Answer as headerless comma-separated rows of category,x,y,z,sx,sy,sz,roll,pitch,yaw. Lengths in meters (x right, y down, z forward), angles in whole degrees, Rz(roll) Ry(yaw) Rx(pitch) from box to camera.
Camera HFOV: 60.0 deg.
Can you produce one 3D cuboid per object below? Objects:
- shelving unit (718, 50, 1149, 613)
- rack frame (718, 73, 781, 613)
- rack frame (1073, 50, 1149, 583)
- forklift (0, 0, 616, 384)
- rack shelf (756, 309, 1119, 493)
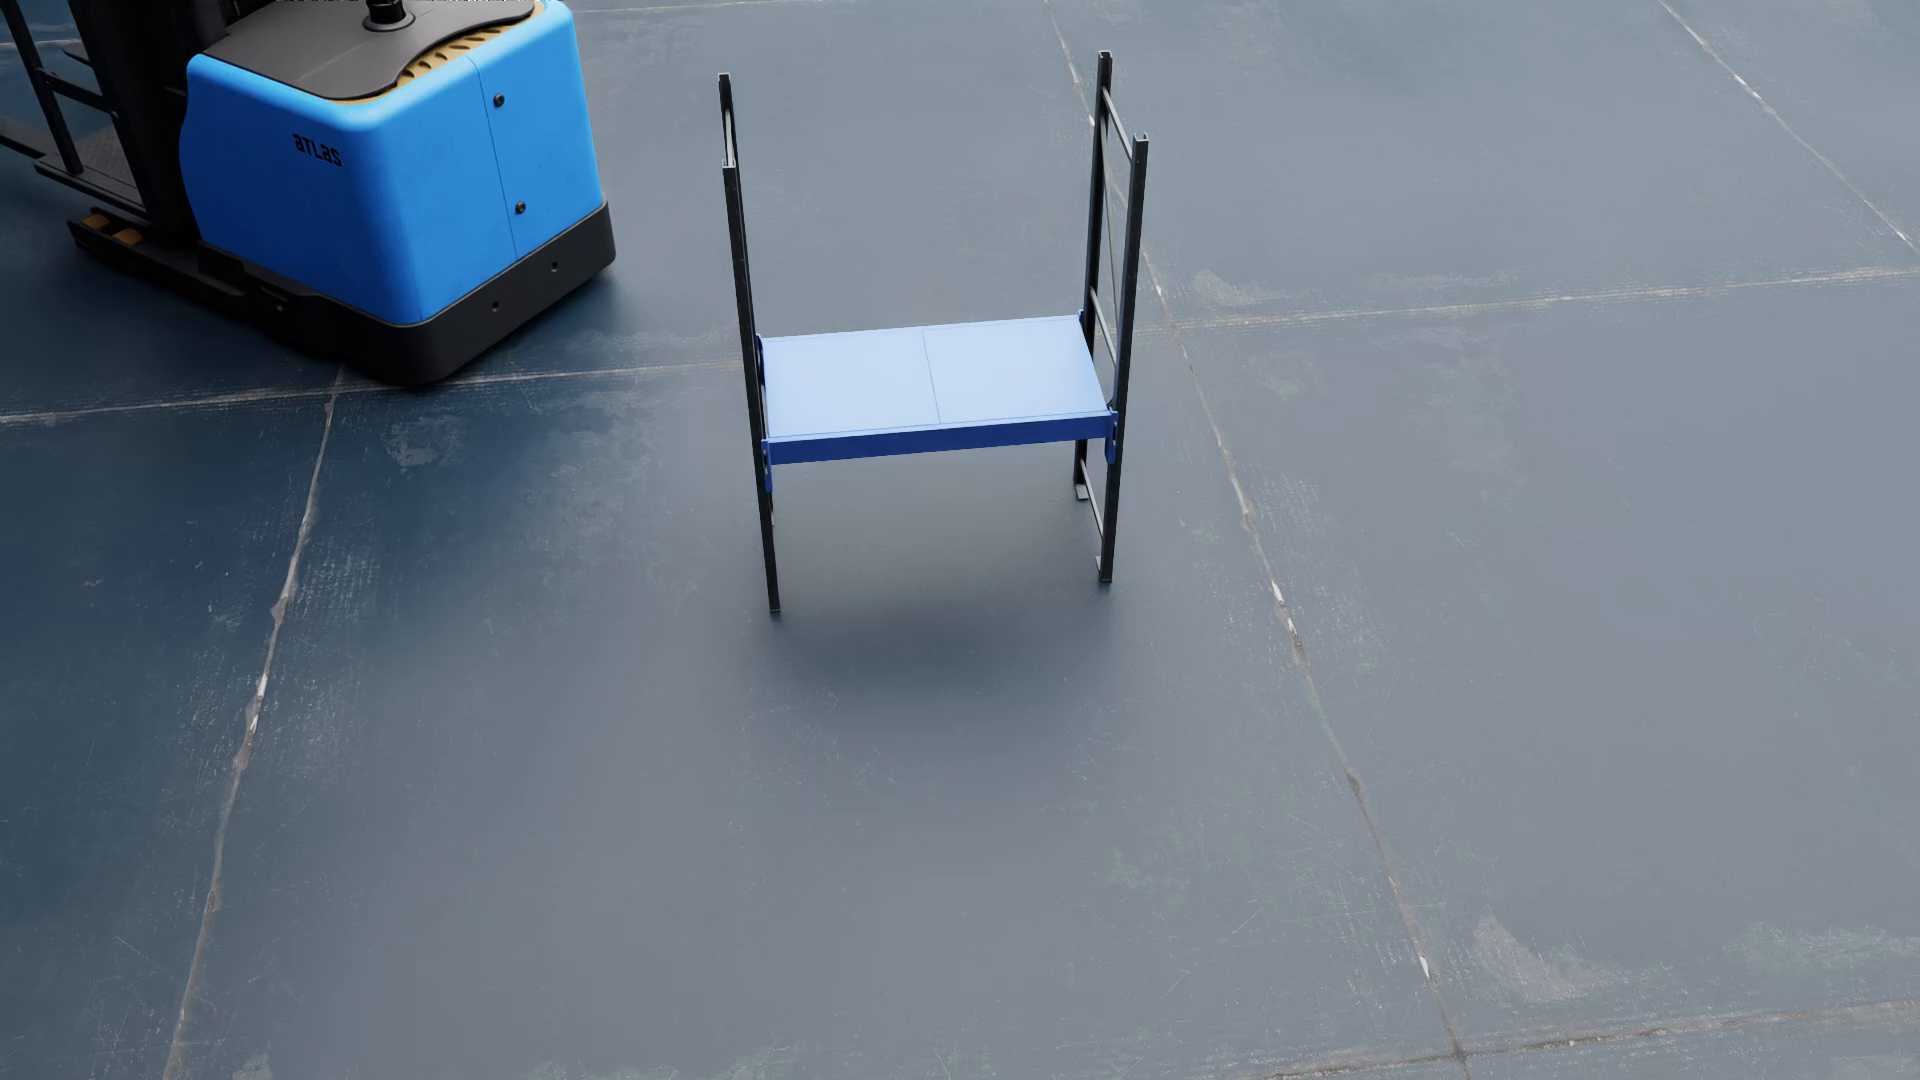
shelving unit,-0.085,-0.550,4.739,1.048,1.500,0.538,-5,42,-6
rack frame,-0.589,-0.505,4.691,0.032,1.500,0.500,-5,42,-6
rack frame,0.419,-0.594,4.788,0.032,1.500,0.500,-5,42,-6
forklift,-2.830,-2.387,5.708,3.031,2.935,1.130,23,47,24
rack shelf,-0.085,-0.416,4.860,1.000,0.185,0.538,-5,42,-6
